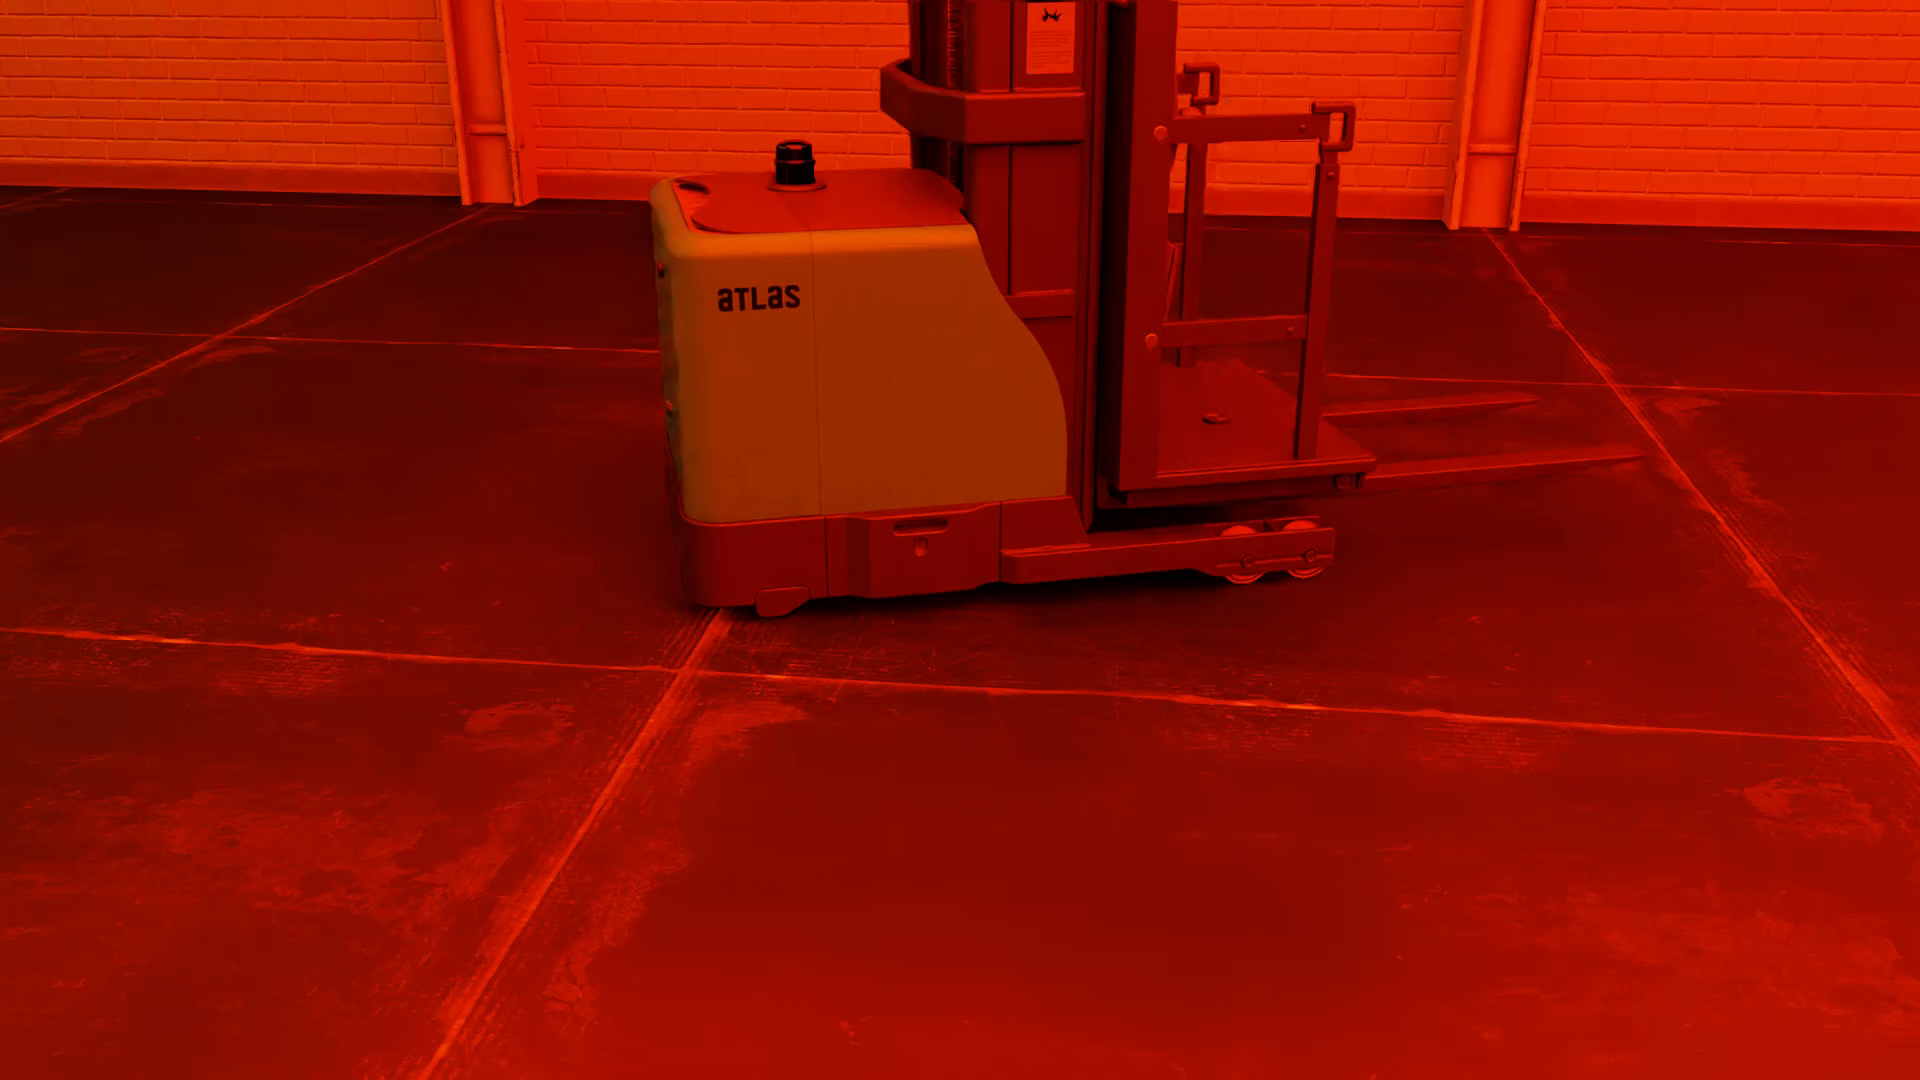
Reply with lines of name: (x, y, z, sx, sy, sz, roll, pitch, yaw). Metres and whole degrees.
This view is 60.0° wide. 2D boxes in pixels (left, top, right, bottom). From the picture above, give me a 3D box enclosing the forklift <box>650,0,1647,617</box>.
forklift: (0.625, -1.419, 4.777, 3.031, 2.935, 1.130, -5, 22, -12)
